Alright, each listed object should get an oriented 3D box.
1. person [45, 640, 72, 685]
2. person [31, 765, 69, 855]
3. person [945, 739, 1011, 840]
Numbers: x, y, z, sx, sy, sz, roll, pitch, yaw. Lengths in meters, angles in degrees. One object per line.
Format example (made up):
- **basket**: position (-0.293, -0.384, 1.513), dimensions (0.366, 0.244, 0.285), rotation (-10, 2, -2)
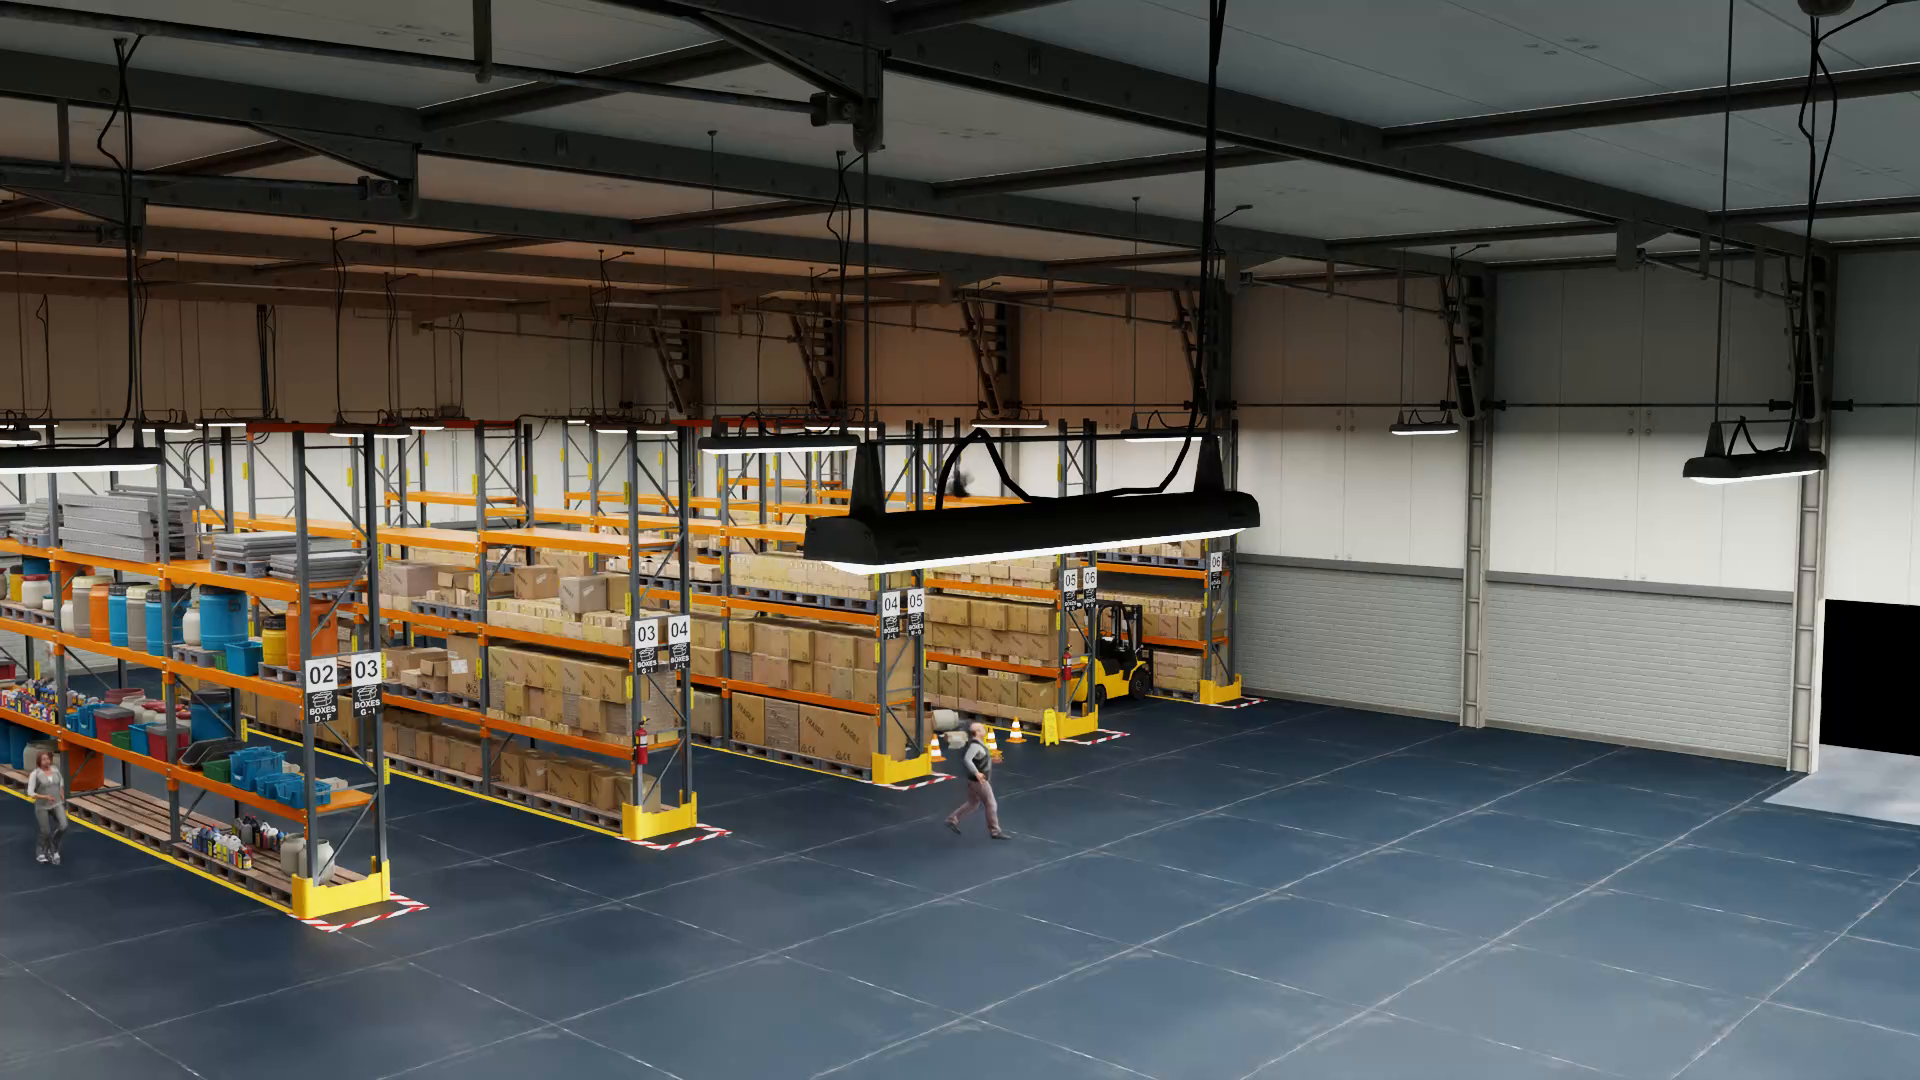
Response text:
- **person**: position (-19.112, 2.618, 35.186), dimensions (0.531, 1.567, 0.561), rotation (-3, 6, -33)
- **person**: position (-12.513, 3.727, 22.827), dimensions (0.598, 1.256, 0.354), rotation (4, 6, 40)
- **person**: position (-9.167, 3.142, 29.622), dimensions (18.382, 1.477, 13.754), rotation (-1, 5, -7)
